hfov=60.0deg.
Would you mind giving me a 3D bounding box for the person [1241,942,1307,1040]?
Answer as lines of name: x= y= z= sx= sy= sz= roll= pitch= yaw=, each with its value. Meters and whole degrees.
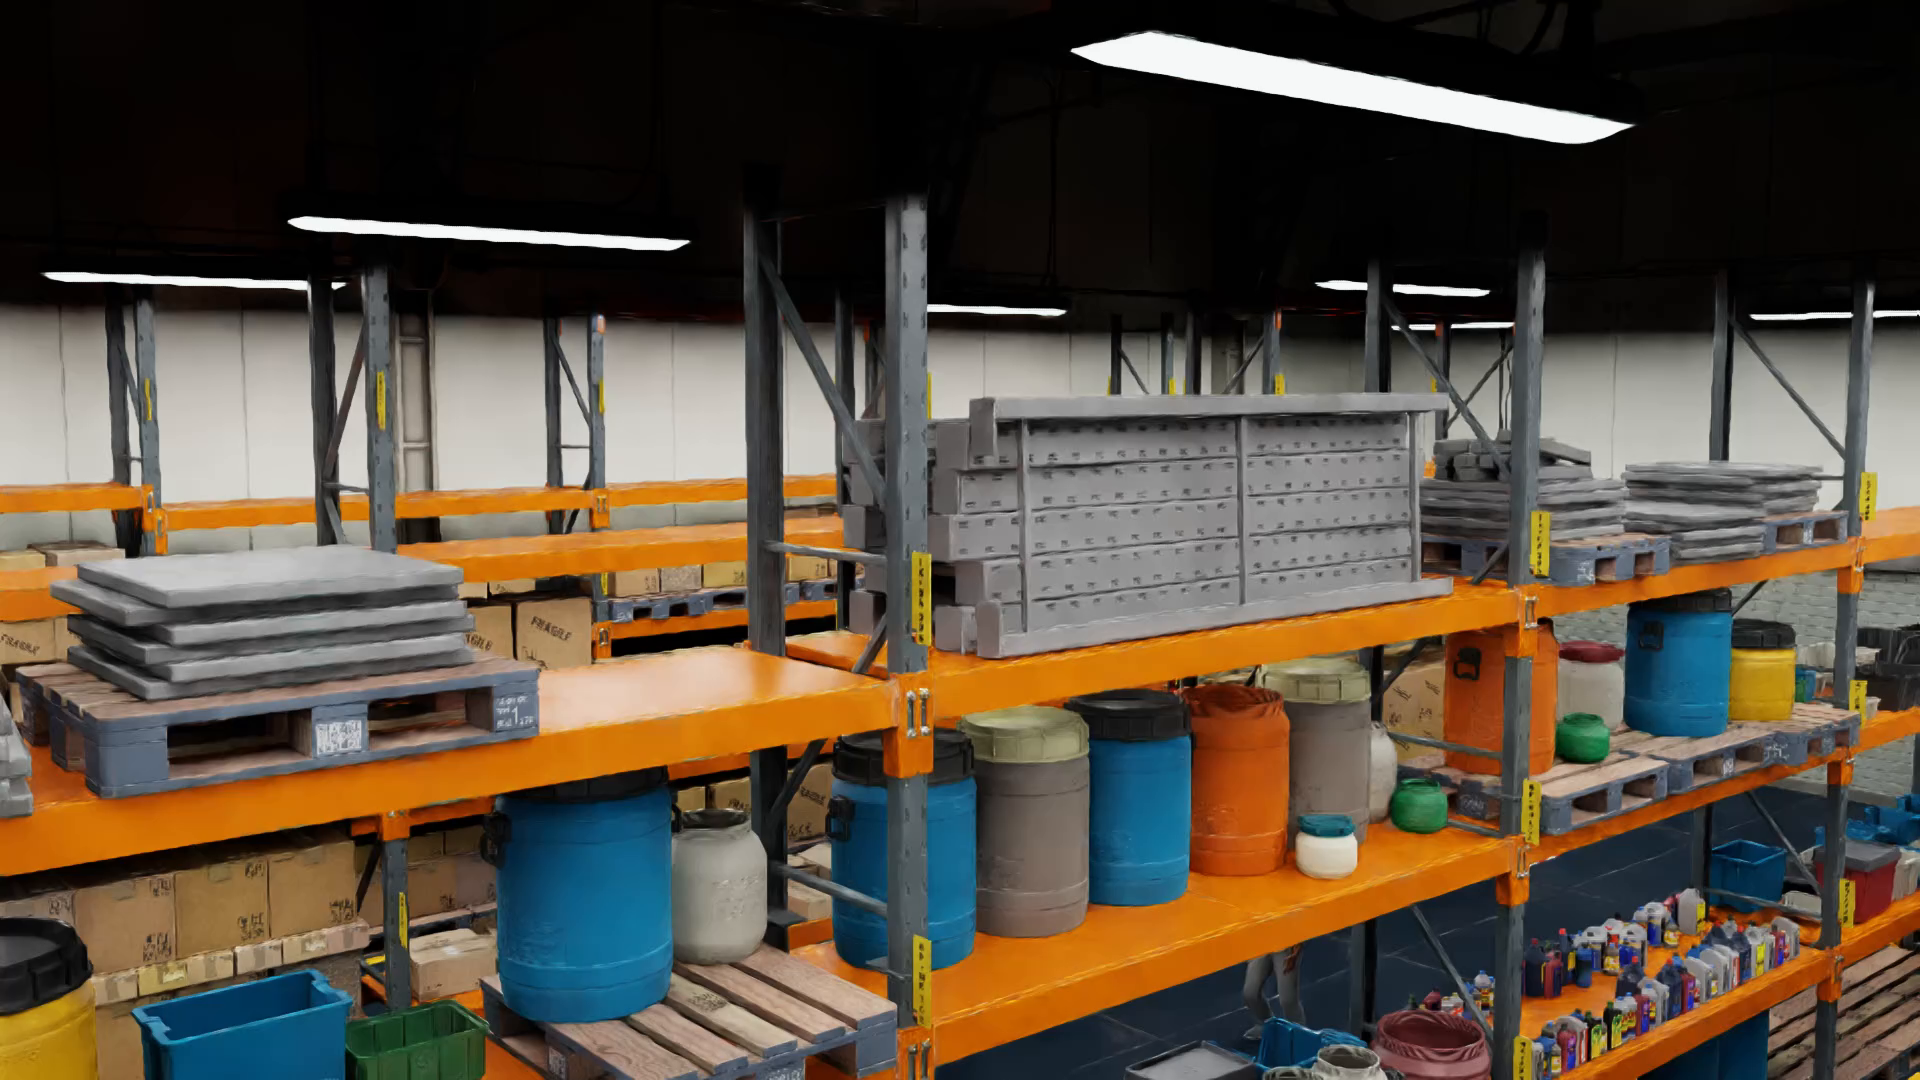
person: x=2.422 y=3.134 z=12.789 sx=0.526 sy=1.629 sz=0.592 roll=-5 pitch=7 yaw=-42
